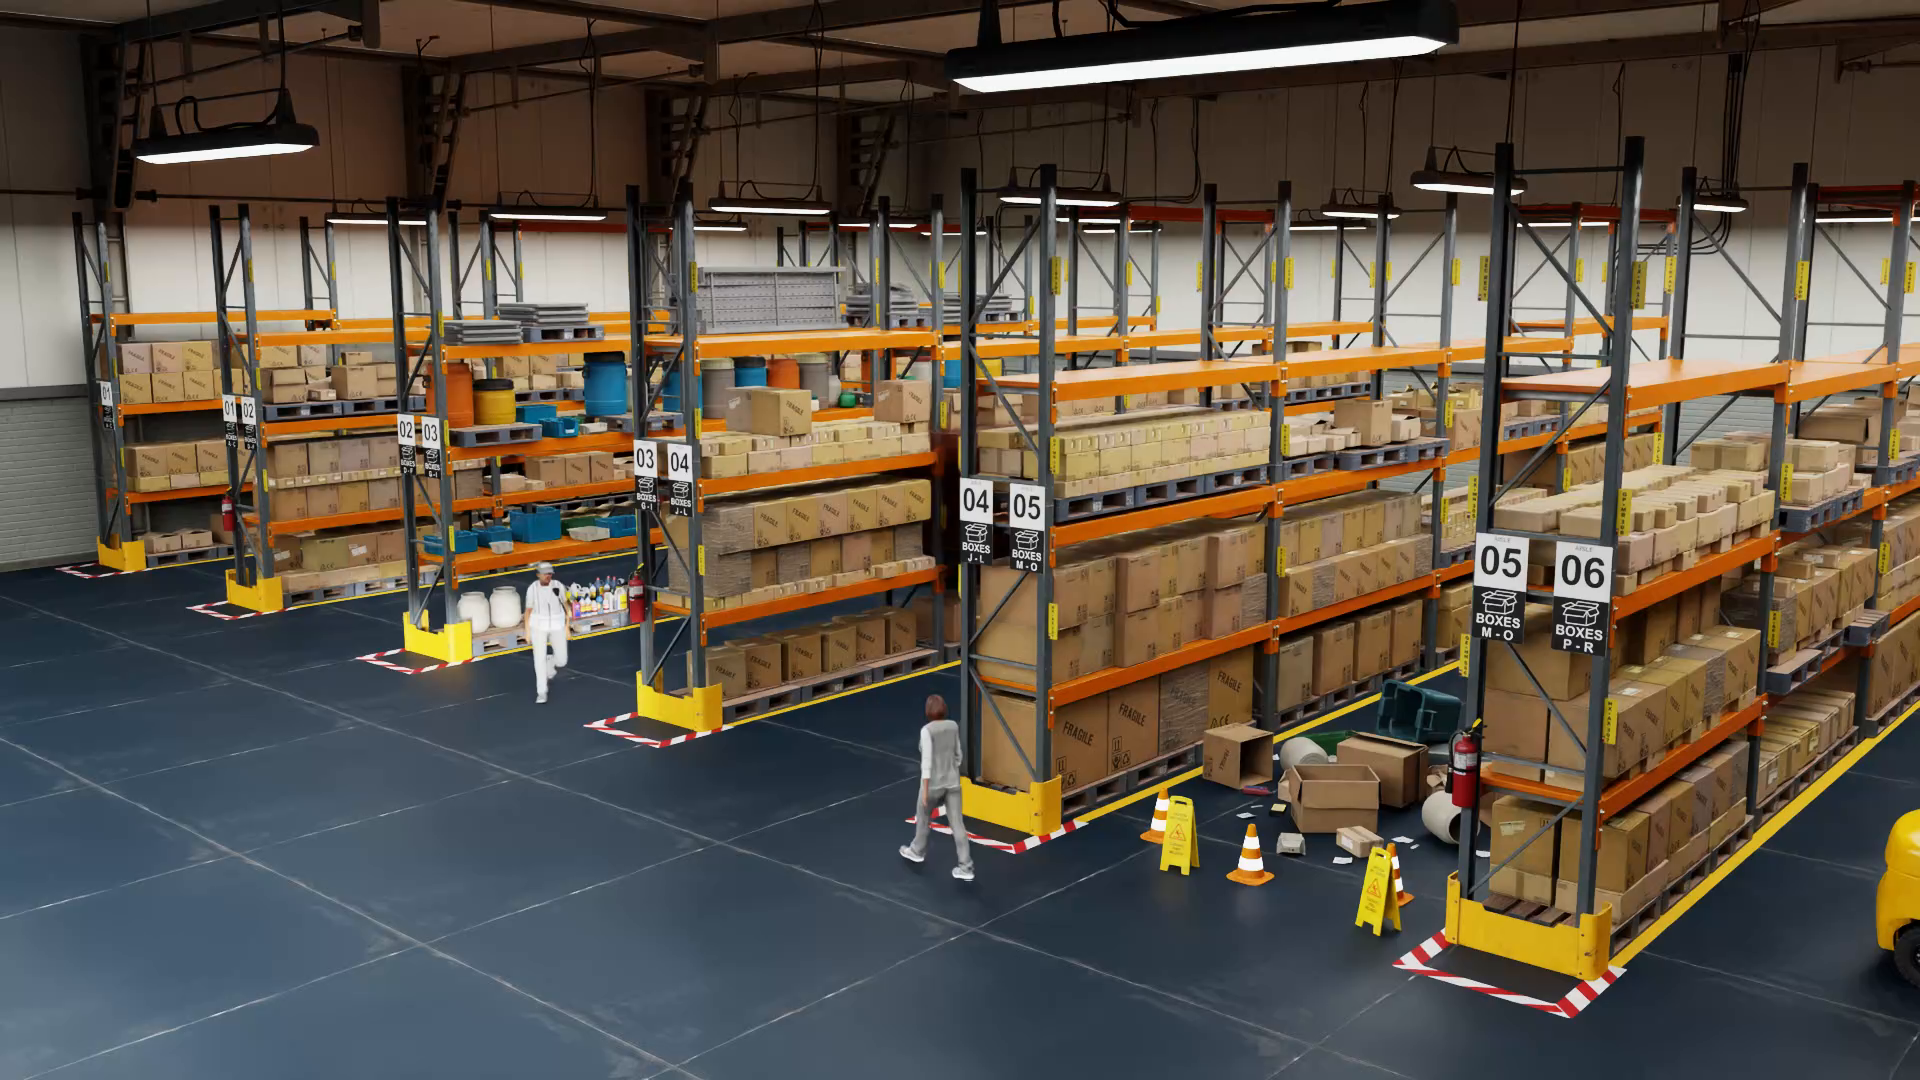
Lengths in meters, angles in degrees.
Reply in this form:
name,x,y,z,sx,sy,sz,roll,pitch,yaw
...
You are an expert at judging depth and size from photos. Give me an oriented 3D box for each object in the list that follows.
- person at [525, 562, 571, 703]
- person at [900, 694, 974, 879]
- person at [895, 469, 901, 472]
name,x,y,z,sx,sy,sz,roll,pitch,yaw
person,-4.939,1.060,19.921,0.523,1.629,0.783,-4,10,-22
person,-0.173,2.065,14.142,0.462,1.528,0.976,-6,11,-32
person,-1.544,-1.975,38.014,1.036,1.680,0.519,-6,11,-32
